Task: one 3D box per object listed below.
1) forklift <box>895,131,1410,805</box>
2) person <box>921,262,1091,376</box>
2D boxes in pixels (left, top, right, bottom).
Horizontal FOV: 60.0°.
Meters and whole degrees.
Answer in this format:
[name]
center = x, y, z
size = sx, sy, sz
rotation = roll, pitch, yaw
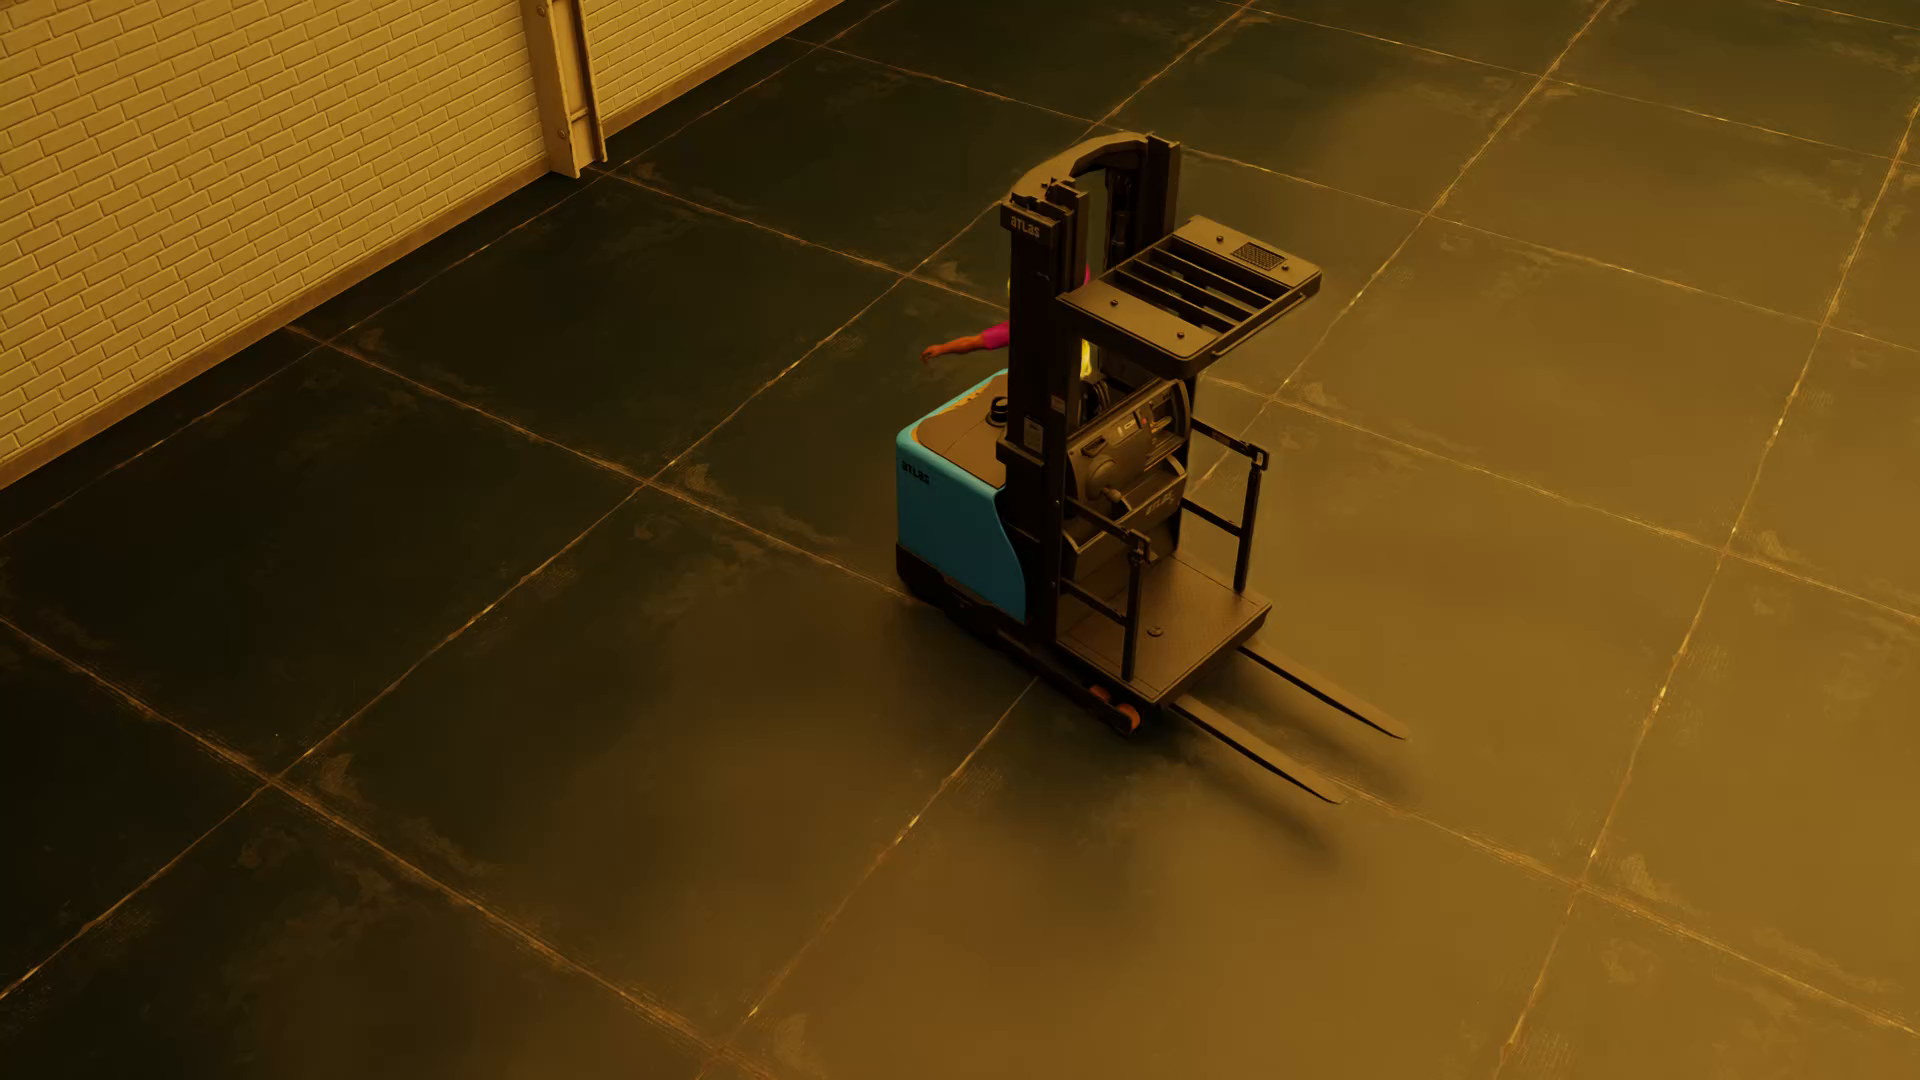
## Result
[forklift]
center = 1.035, -0.456, 8.506
size = 3.031, 2.935, 1.130
rotation = 32, 50, 32
[person]
center = 0.348, -1.228, 10.547
size = 1.002, 1.465, 0.958
rotation = 12, 42, 14
